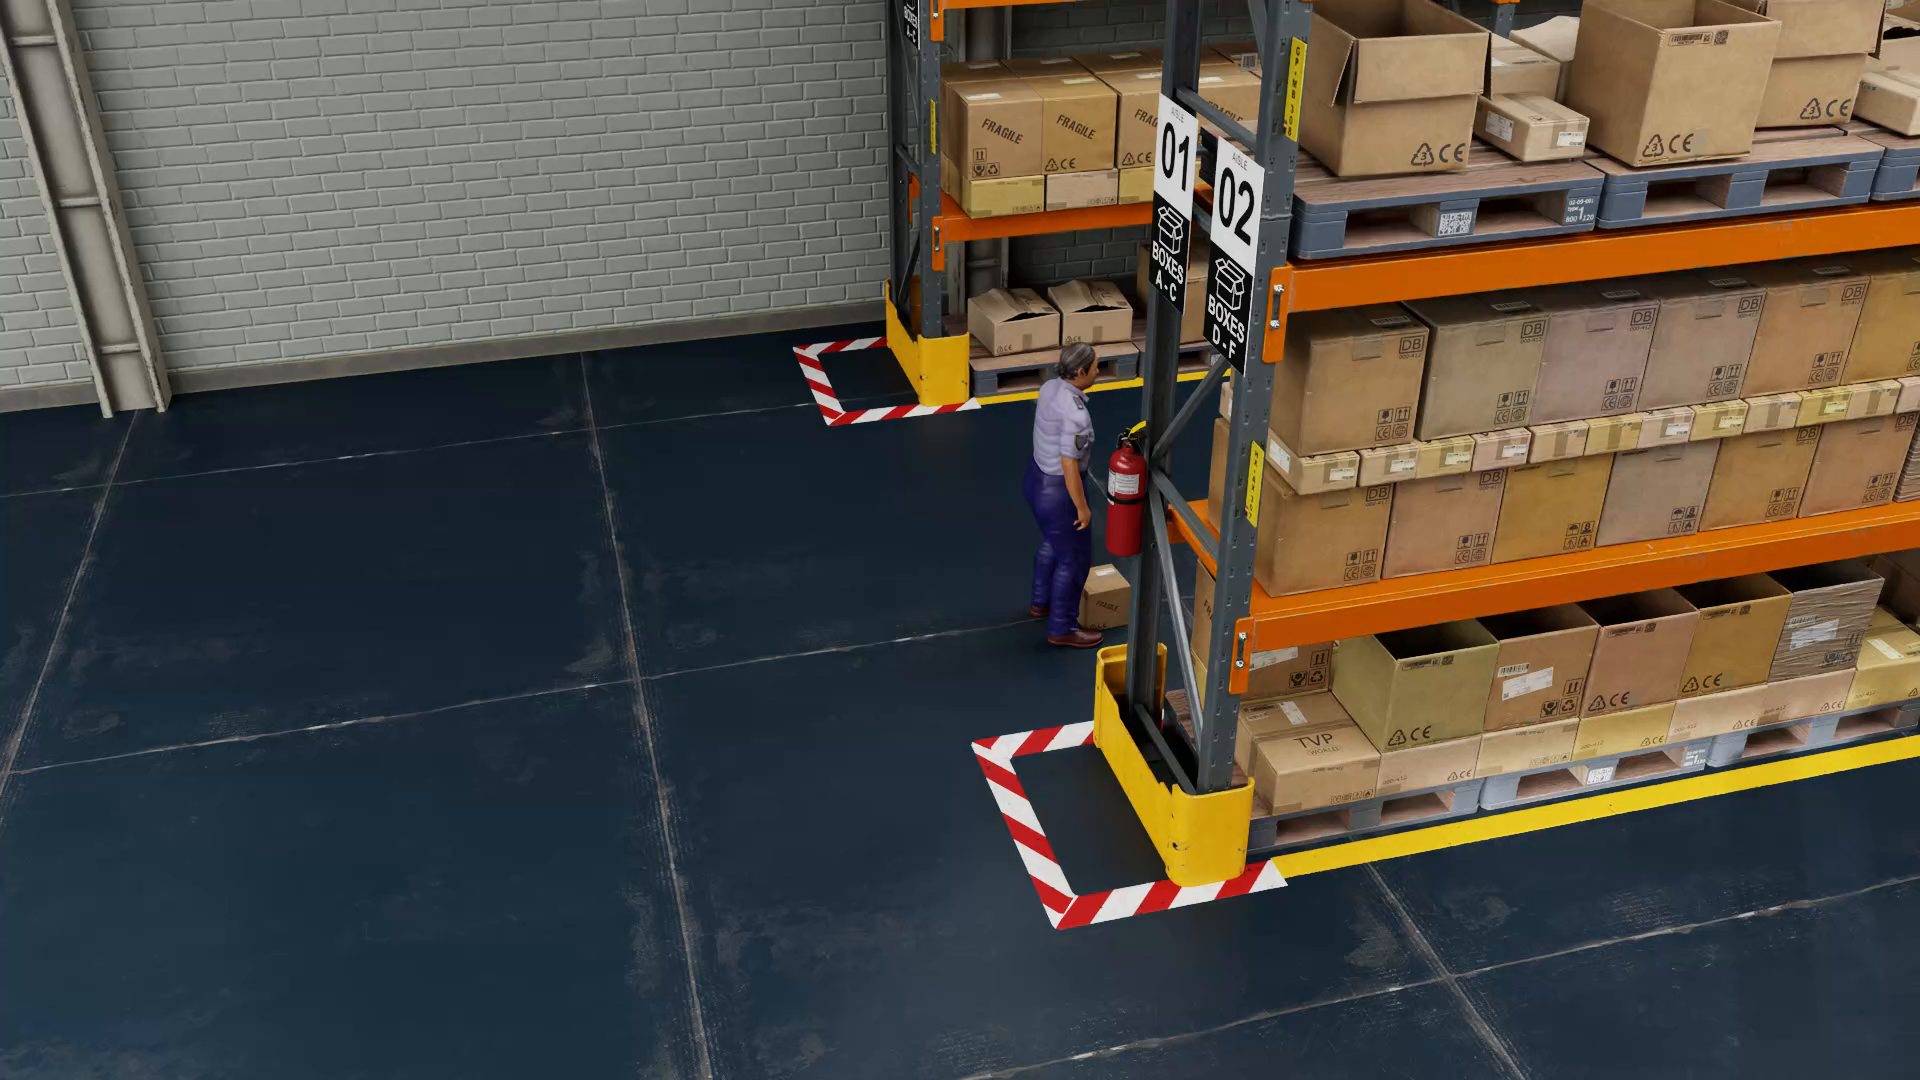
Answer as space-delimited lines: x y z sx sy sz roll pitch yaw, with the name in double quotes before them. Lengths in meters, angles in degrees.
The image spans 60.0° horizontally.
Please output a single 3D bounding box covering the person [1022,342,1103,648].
"person" 0.535 -0.251 8.666 0.368 1.652 0.541 -8 31 -13
